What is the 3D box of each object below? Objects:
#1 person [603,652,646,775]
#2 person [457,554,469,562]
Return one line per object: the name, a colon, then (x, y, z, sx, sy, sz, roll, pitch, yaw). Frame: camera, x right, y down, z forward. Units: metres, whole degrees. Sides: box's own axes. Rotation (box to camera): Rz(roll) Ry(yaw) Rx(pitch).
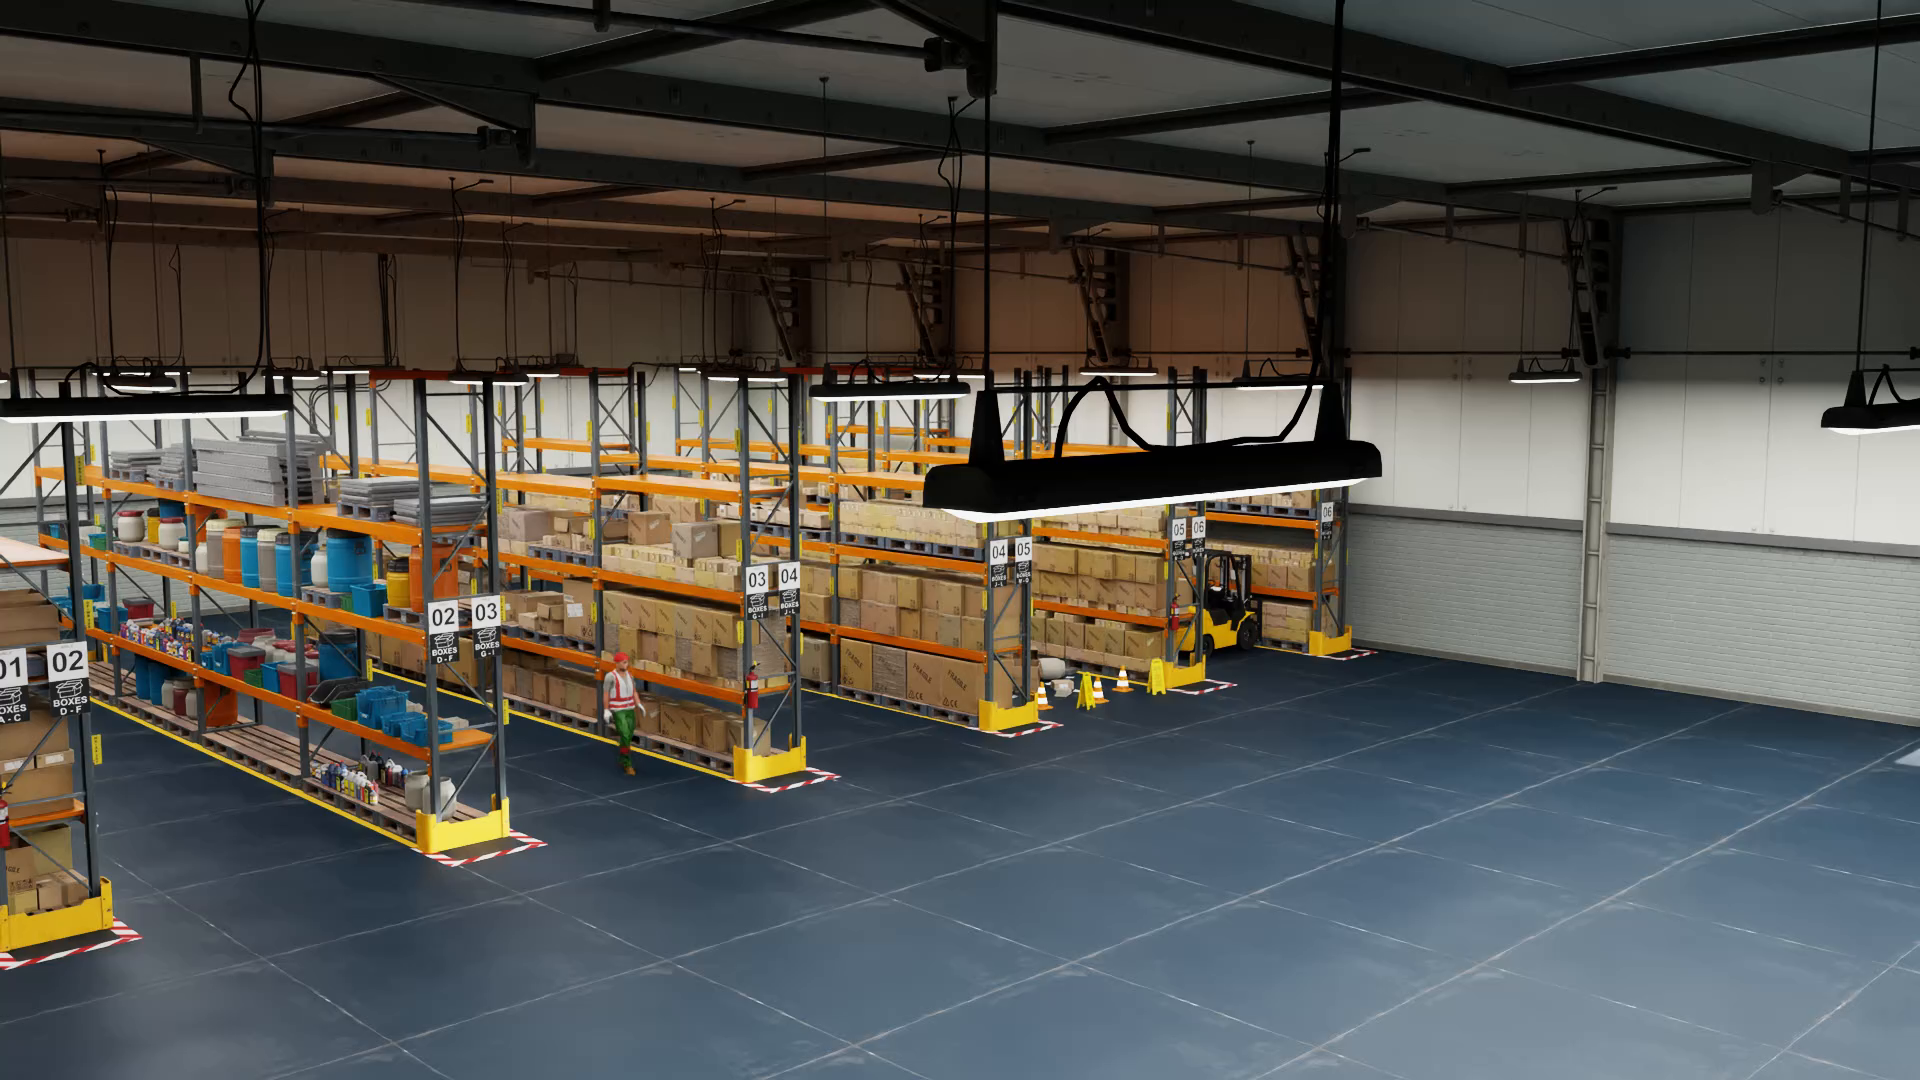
person: (-5.034, 2.626, 25.174, 0.605, 1.837, 0.559, 5, 8, 37)
person: (-11.841, 1.035, 39.270, 0.633, 1.780, 0.809, -4, 8, -33)
